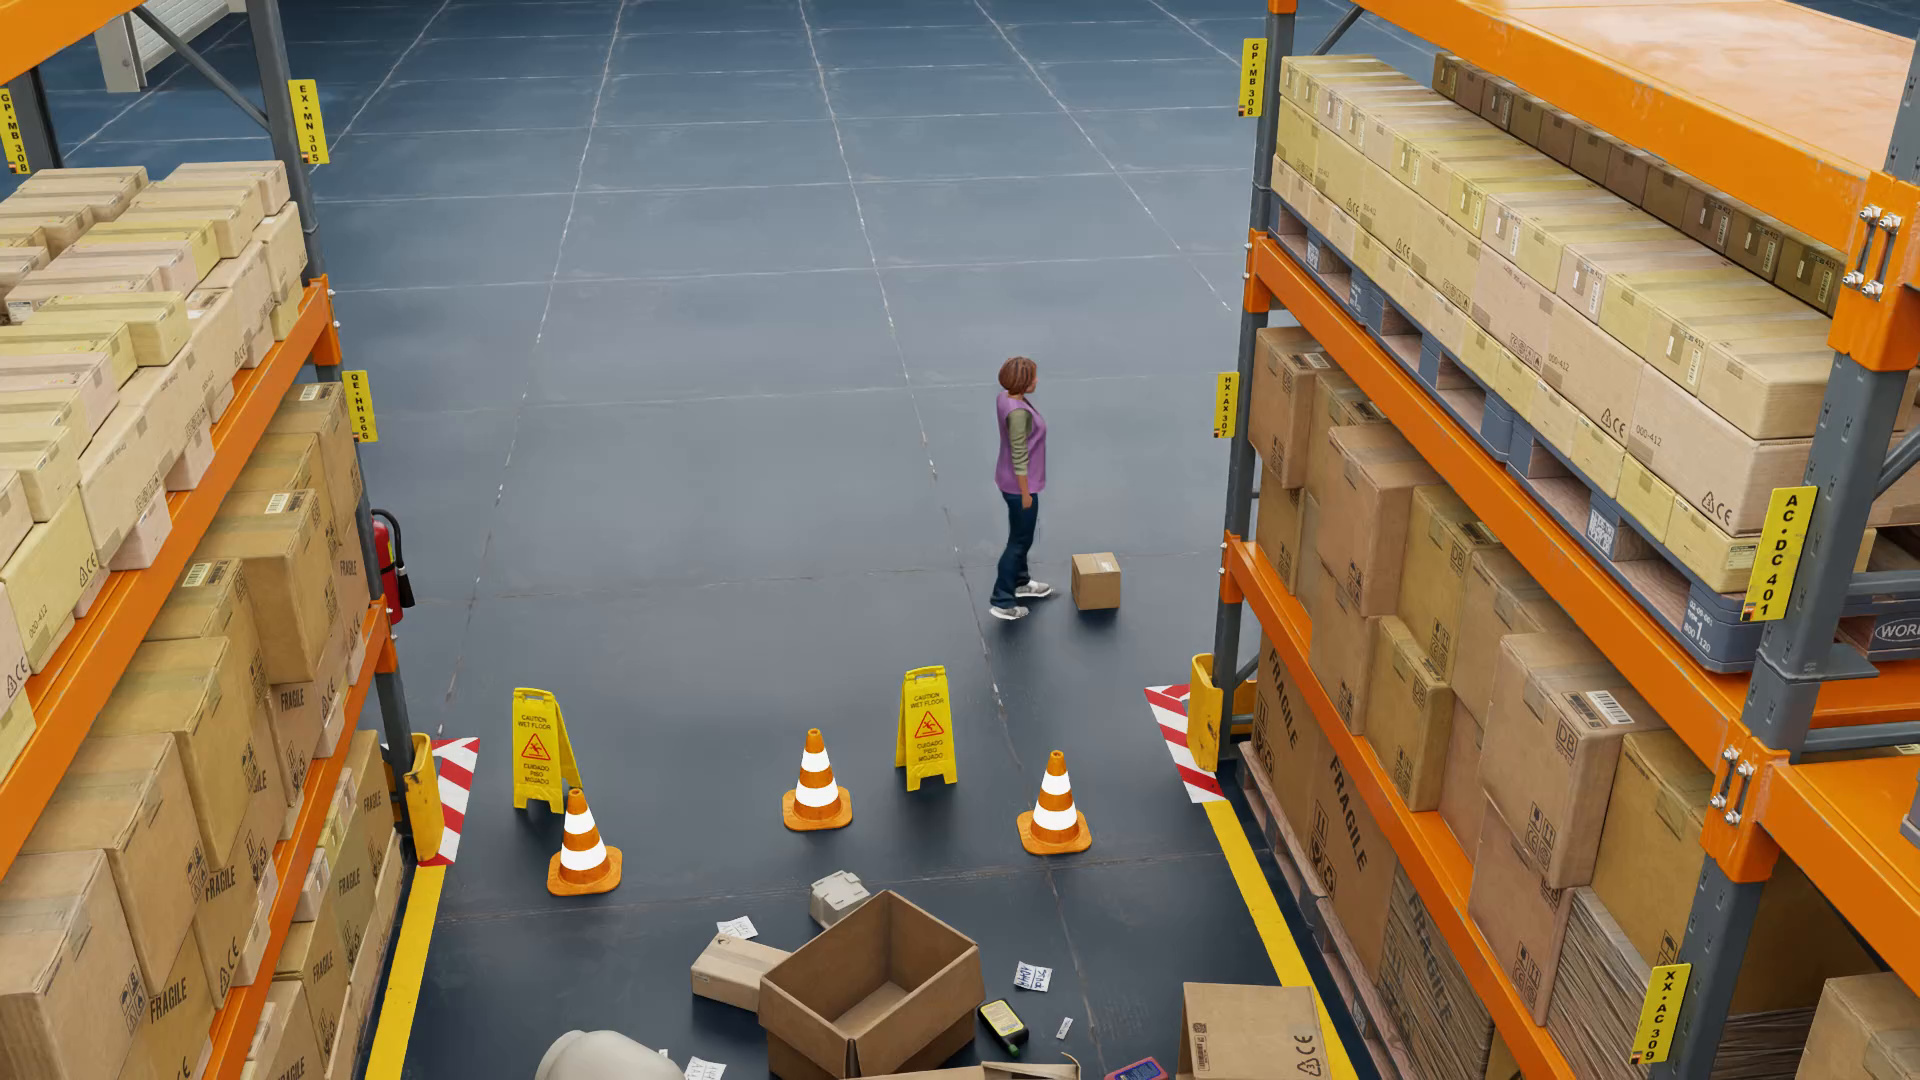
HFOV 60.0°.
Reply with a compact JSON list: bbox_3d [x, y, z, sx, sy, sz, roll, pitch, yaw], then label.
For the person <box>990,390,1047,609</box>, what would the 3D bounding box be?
[{"bbox_3d":[0.327,-0.250,9.744,0.339,1.306,0.428,-3,28,-6],"label":"person"}]
